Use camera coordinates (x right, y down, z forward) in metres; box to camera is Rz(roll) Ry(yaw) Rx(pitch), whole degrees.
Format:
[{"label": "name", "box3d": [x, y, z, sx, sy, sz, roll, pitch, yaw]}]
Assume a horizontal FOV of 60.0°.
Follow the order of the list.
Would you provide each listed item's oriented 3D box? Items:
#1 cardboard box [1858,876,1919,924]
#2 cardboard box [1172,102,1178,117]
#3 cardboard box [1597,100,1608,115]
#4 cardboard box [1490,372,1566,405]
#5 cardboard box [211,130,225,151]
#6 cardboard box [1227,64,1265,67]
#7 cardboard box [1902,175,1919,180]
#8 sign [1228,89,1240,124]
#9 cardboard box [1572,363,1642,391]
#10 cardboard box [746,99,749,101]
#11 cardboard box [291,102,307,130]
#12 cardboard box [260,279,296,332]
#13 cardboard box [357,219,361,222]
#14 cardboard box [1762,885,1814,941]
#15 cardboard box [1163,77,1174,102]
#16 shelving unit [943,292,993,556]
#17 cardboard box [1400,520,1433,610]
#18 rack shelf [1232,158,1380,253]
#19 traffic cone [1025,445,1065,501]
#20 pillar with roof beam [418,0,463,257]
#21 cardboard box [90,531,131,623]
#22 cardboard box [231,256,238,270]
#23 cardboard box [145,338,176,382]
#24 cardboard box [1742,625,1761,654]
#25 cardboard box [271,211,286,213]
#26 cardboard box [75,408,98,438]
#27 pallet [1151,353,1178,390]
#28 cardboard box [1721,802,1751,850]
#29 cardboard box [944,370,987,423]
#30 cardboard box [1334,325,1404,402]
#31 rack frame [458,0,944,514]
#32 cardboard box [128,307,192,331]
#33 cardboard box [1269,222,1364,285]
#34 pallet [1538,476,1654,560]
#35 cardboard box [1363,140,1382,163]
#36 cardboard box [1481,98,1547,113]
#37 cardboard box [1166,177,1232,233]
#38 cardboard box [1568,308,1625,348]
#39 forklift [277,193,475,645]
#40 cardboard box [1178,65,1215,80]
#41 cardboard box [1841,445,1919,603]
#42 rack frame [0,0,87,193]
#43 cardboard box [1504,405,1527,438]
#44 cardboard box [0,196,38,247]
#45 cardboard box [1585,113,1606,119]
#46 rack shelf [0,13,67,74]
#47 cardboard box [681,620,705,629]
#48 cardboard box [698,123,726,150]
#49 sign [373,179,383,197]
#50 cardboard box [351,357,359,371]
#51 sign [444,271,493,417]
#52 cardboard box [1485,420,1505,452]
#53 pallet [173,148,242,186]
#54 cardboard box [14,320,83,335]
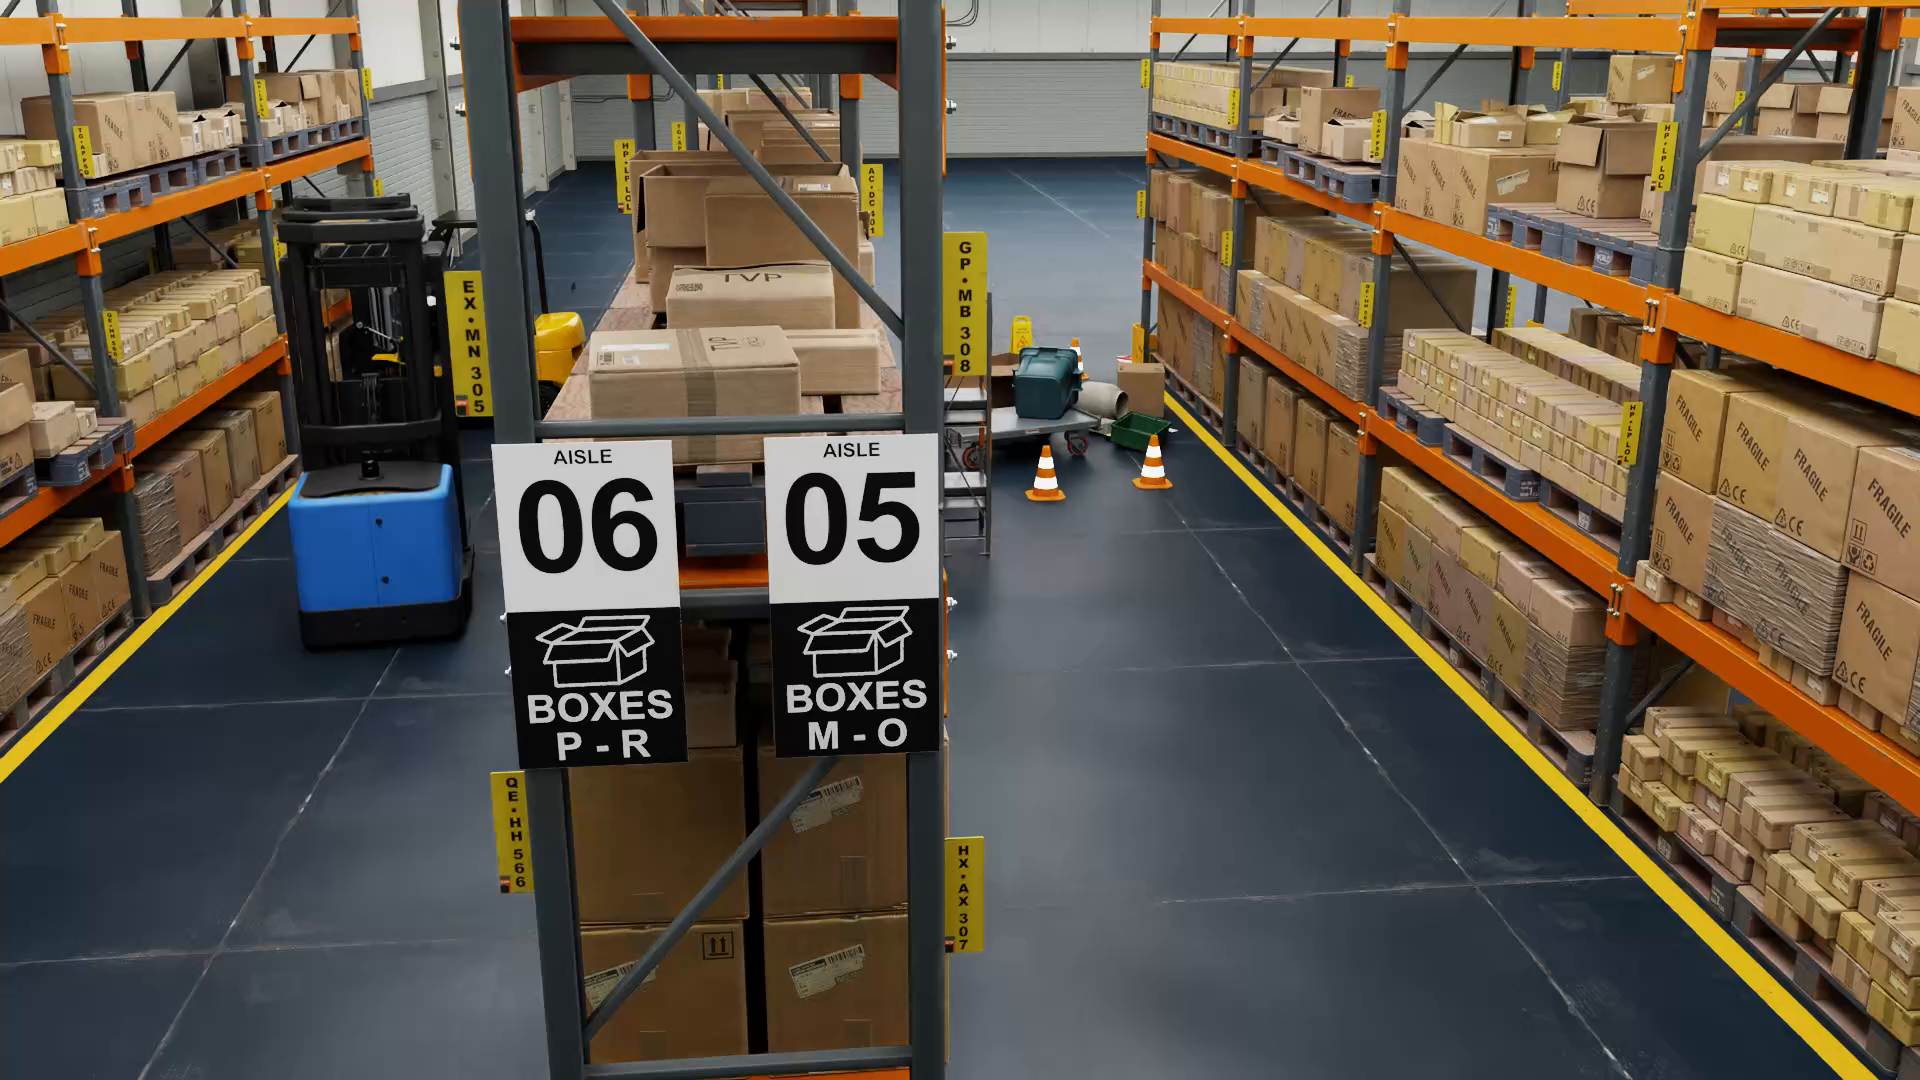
[{"label": "cardboard box", "box3d": [3.979, 1.522, 6.887, 0.380, 0.149, 0.250, -2, 18, -7]}, {"label": "cardboard box", "box3d": [2.542, -4.728, 18.274, 0.380, 0.149, 0.250, -2, 18, -5]}, {"label": "cardboard box", "box3d": [7.500, -4.931, 18.951, 0.380, 0.149, 0.250, -1, 17, -3]}, {"label": "cardboard box", "box3d": [3.560, -0.953, 10.430, 0.380, 0.149, 0.250, -2, 18, -6]}, {"label": "cardboard box", "box3d": [-6.301, -3.294, 13.704, 0.380, 0.149, 0.250, -2, 18, -6]}, {"label": "cardboard box", "box3d": [3.172, -5.204, 18.457, 0.380, 0.149, 0.250, -1, 17, -5]}, {"label": "cardboard box", "box3d": [4.277, -1.478, 7.121, 0.380, 0.149, 0.250, -1, 17, -4]}, {"label": "sign", "box3d": [2.582, -4.088, 15.688, 0.100, 0.325, 0.005, -2, 18, -6]}, {"label": "cardboard box", "box3d": [4.184, -1.046, 10.725, 0.380, 0.149, 0.250, -1, 17, -3]}, {"label": "cardboard box", "box3d": [-2.070, -4.142, 15.942, 0.380, 0.149, 0.250, -1, 17, -4]}, {"label": "cardboard box", "box3d": [-6.567, -4.119, 16.139, 0.396, 0.266, 0.258, -2, 18, -7]}, {"label": "cardboard box", "box3d": [-6.502, -2.241, 15.639, 0.500, 0.500, 0.500, -2, 18, -7]}, {"label": "cardboard box", "box3d": [-6.826, -3.571, 18.296, 0.380, 0.149, 0.250, -2, 18, -6]}, {"label": "cardboard box", "box3d": [3.851, 1.657, 7.450, 0.380, 0.149, 0.250, -2, 18, -7]}, {"label": "cardboard box", "box3d": [2.569, -5.028, 18.564, 0.500, 0.250, 0.500, -2, 18, -6]}, {"label": "shelving unit", "box3d": [0.017, -0.952, 13.205, 0.431, 2.100, 0.503, -2, 18, -6]}, {"label": "cardboard box", "box3d": [3.421, 0.162, 11.625, 0.500, 0.500, 0.500, -2, 17, -5]}, {"label": "rack shelf", "box3d": [3.340, -2.882, 14.043, 1.077, 0.370, 4.000, -2, 18, -6]}, {"label": "traffic cone", "box3d": [0.765, -0.615, 14.863, 0.336, 0.463, 0.334, -2, 18, -6]}, {"label": "pillar with roof beam", "box3d": [-4.909, -9.580, 29.167, 9.100, 9.000, 0.400, -2, 18, -6]}, {"label": "cardboard box", "box3d": [-6.046, 0.251, 11.343, 0.500, 0.500, 0.500, -1, 17, -4]}, {"label": "cardboard box", "box3d": [-7.084, -2.650, 15.861, 0.380, 0.149, 0.250, -1, 17, -4]}, {"label": "cardboard box", "box3d": [-6.157, -1.317, 12.279, 0.500, 0.250, 0.500, -1, 17, -4]}, {"label": "cardboard box", "box3d": [3.865, 0.441, 7.683, 0.380, 0.149, 0.250, -3, 18, -8]}, {"label": "cardboard box", "box3d": [-7.272, -3.480, 18.006, 0.380, 0.149, 0.250, -1, 17, -5]}, {"label": "cardboard box", "box3d": [-5.854, -0.758, 10.800, 0.380, 0.149, 0.250, -1, 17, -5]}, {"label": "pallet", "box3d": [2.881, -2.016, 19.745, 1.003, 0.211, 1.213, -2, 18, -6]}, {"label": "cardboard box", "box3d": [3.879, 1.354, 7.919, 0.380, 0.149, 0.250, -3, 18, -8]}, {"label": "cardboard box", "box3d": [-0.012, -1.440, 16.164, 0.500, 0.500, 0.500, -2, 18, -6]}, {"label": "cardboard box", "box3d": [3.233, -1.372, 12.872, 0.500, 0.500, 0.500, -2, 18, -6]}, {"label": "rack frame", "box3d": [-0.542, -1.494, 3.413, 1.000, 3.000, 0.127, -2, 18, -6]}, {"label": "cardboard box", "box3d": [-6.187, -1.706, 12.854, 0.380, 0.149, 0.250, -1, 17, -4]}, {"label": "cardboard box", "box3d": [3.246, -2.614, 15.159, 0.700, 0.500, 0.500, -2, 18, -7]}, {"label": "pallet", "box3d": [4.025, -0.147, 9.459, 1.003, 0.211, 1.213, -2, 18, -6]}, {"label": "cardboard box", "box3d": [3.266, -2.938, 12.541, 0.380, 0.166, 0.250, -2, 18, -6]}, {"label": "cardboard box", "box3d": [3.846, -2.930, 11.549, 0.396, 0.266, 0.258, -2, 18, -6]}, {"label": "cardboard box", "box3d": [2.792, -3.725, 18.480, 0.875, 0.550, 0.550, -2, 18, -6]}, {"label": "cardboard box", "box3d": [7.713, -2.526, 20.188, 0.500, 0.500, 0.500, 1, 17, 5]}, {"label": "forklift", "box3d": [-4.285, -1.092, 12.261, 1.130, 2.935, 3.031, -4, 18, -13]}, {"label": "cardboard box", "box3d": [2.569, -5.034, 17.915, 0.380, 0.149, 0.250, -2, 18, -6]}, {"label": "cardboard box", "box3d": [3.904, -0.073, 6.570, 0.500, 0.500, 0.500, -2, 18, -8]}, {"label": "rack frame", "box3d": [-6.304, -3.723, 10.513, 1.000, 3.000, 0.127, -2, 18, -6]}, {"label": "cardboard box", "box3d": [3.582, -0.734, 10.229, 0.380, 0.149, 0.250, -2, 18, -5]}, {"label": "cardboard box", "box3d": [-5.957, -1.925, 10.044, 0.500, 0.250, 0.500, -2, 18, -5]}, {"label": "cardboard box", "box3d": [7.517, -4.760, 19.072, 0.500, 0.250, 0.500, -2, 18, -7]}, {"label": "rack shelf", "box3d": [-6.098, -2.593, 8.782, 1.077, 0.370, 4.000, -2, 18, -6]}, {"label": "cardboard box", "box3d": [-0.939, 0.284, 4.845, 0.380, 0.149, 0.250, -2, 18, -6]}, {"label": "cardboard box", "box3d": [-1.991, -3.280, 13.659, 0.500, 0.250, 0.500, -2, 18, -6]}, {"label": "sign", "box3d": [-6.588, -3.922, 18.835, 0.100, 0.325, 0.005, -2, 18, -6]}, {"label": "cardboard box", "box3d": [-6.605, -1.784, 17.406, 0.500, 0.250, 0.500, -2, 18, -6]}, {"label": "sign", "box3d": [-1.083, -0.435, 3.701, 0.100, 0.325, 0.005, -2, 18, -6]}, {"label": "cardboard box", "box3d": [3.556, -0.667, 10.511, 0.380, 0.149, 0.250, -2, 18, -7]}, {"label": "pallet", "box3d": [-6.613, -3.130, 13.951, 0.805, 0.209, 1.217, -2, 18, -8]}, {"label": "cardboard box", "box3d": [-6.738, -1.533, 12.303, 0.380, 0.149, 0.250, -2, 18, -7]}]
